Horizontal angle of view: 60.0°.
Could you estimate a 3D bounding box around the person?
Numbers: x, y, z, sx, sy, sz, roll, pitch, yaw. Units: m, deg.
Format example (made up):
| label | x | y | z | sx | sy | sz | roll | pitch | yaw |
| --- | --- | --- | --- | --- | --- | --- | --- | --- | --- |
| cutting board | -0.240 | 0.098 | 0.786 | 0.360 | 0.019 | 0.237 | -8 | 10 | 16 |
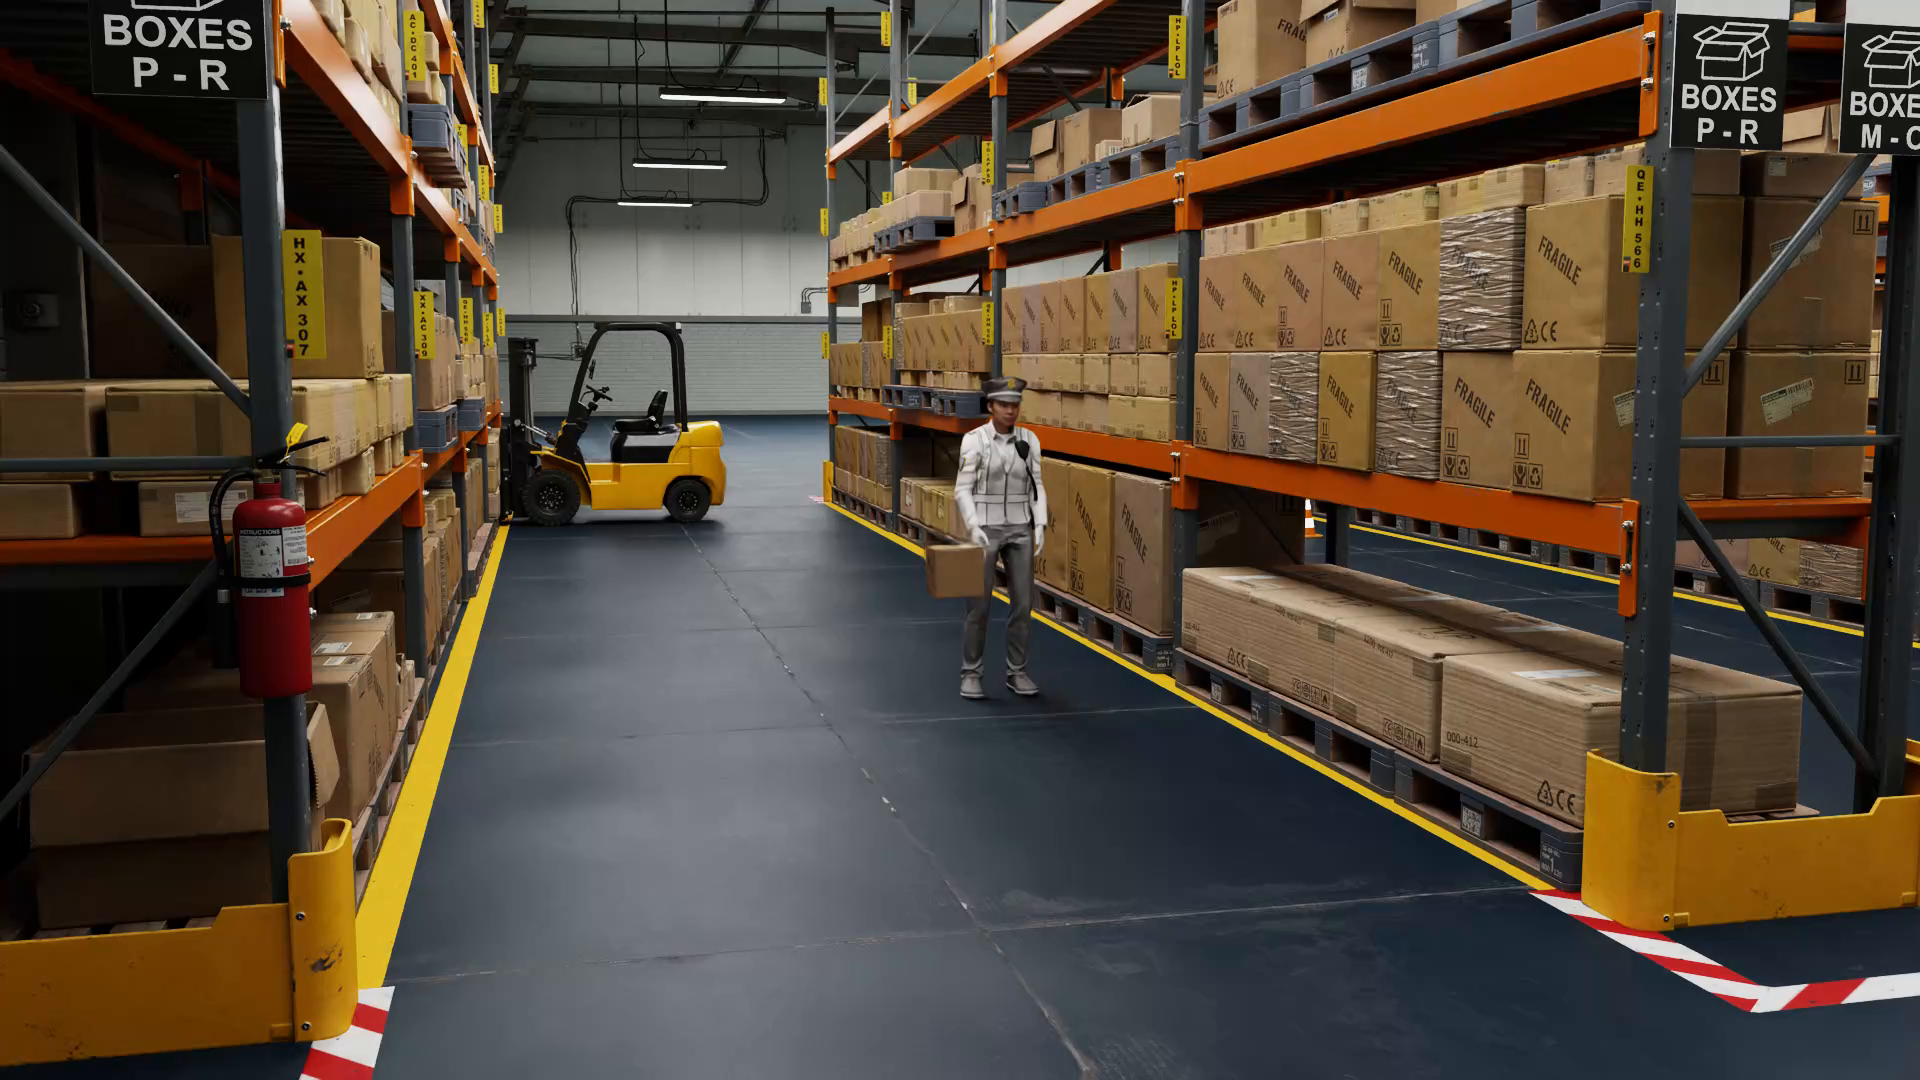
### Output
| label | x | y | z | sx | sy | sz | roll | pitch | yaw |
| --- | --- | --- | --- | --- | --- | --- | --- | --- | --- |
| person | 0.228 | -0.019 | 8.761 | 0.502 | 1.680 | 0.355 | -2 | 6 | -15 |
